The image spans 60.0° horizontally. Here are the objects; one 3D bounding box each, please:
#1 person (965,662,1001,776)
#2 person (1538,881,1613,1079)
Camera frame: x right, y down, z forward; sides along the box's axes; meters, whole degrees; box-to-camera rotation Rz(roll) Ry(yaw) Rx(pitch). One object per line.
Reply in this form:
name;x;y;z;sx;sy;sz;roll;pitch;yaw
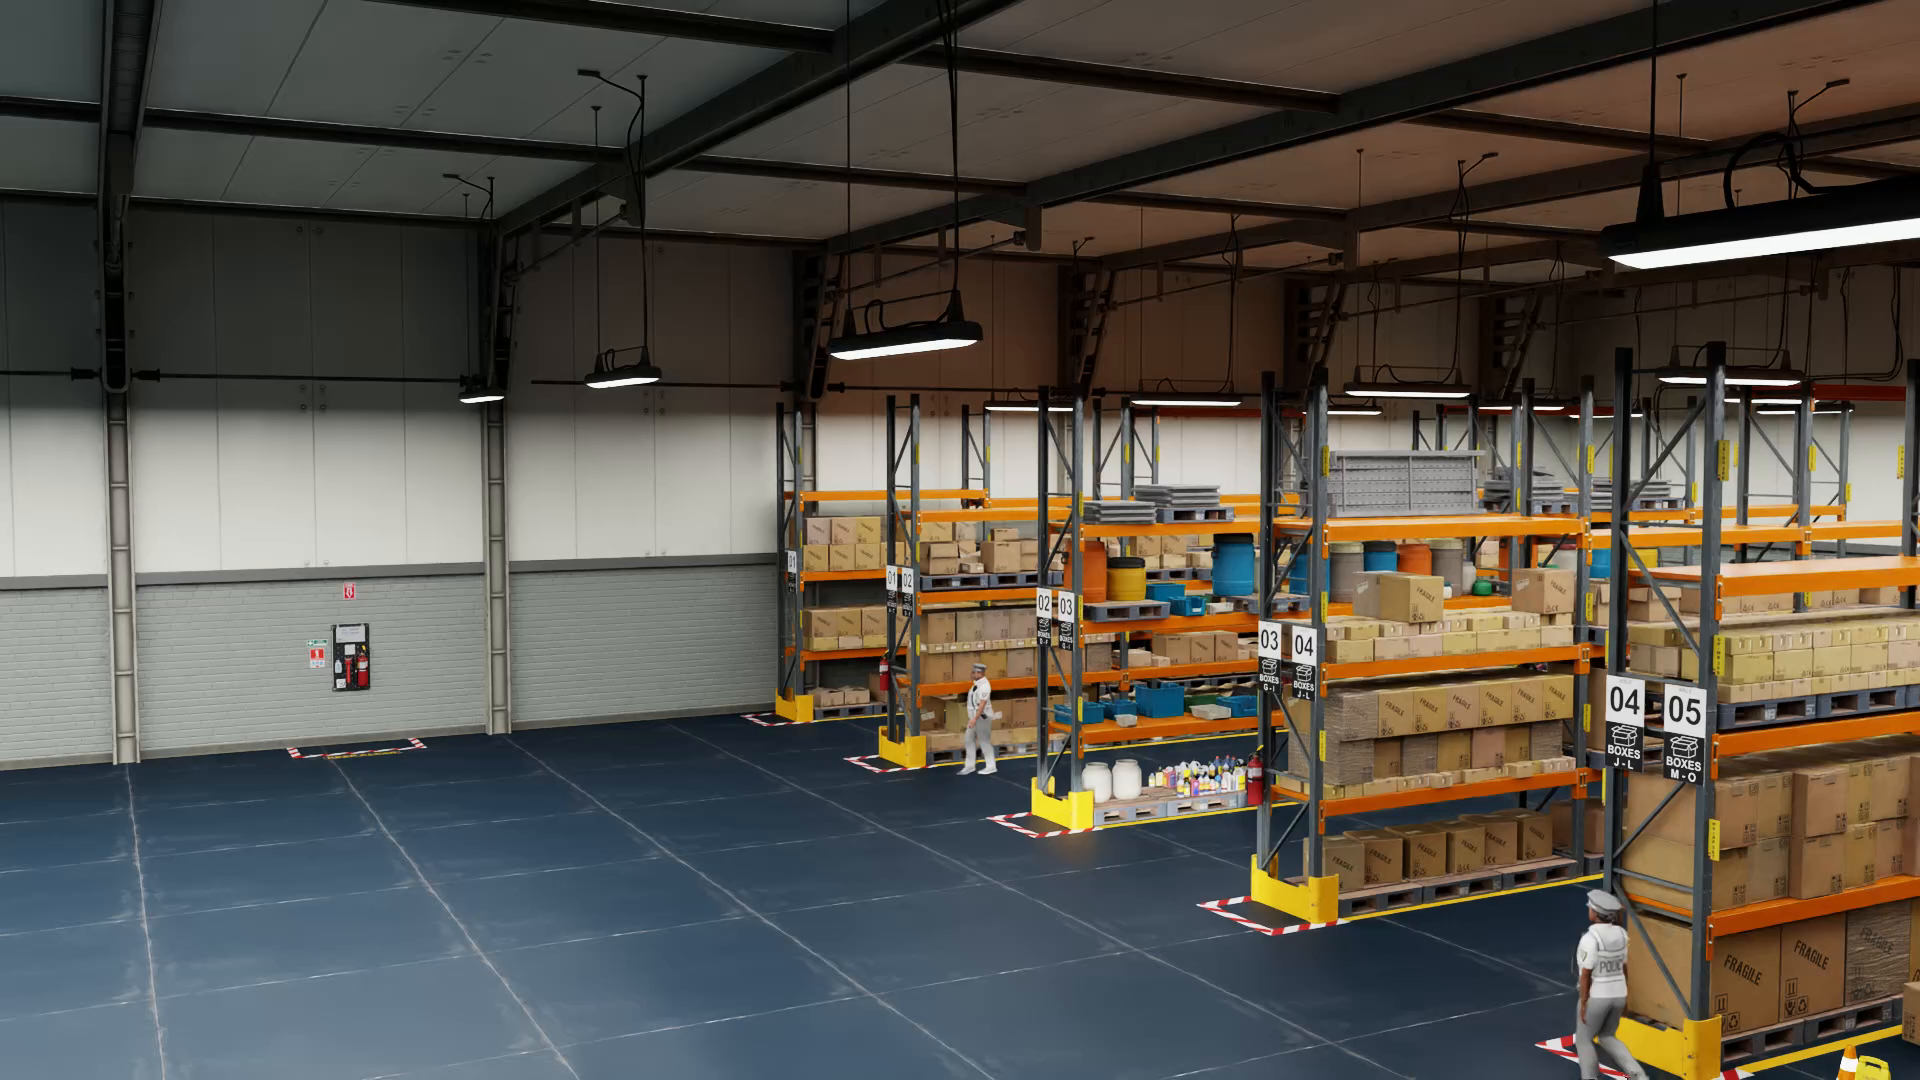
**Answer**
person;0.359;2.816;26.130;0.580;1.777;0.590;0;3;7
person;4.874;3.596;13.235;0.461;1.752;0.620;-2;4;-32
